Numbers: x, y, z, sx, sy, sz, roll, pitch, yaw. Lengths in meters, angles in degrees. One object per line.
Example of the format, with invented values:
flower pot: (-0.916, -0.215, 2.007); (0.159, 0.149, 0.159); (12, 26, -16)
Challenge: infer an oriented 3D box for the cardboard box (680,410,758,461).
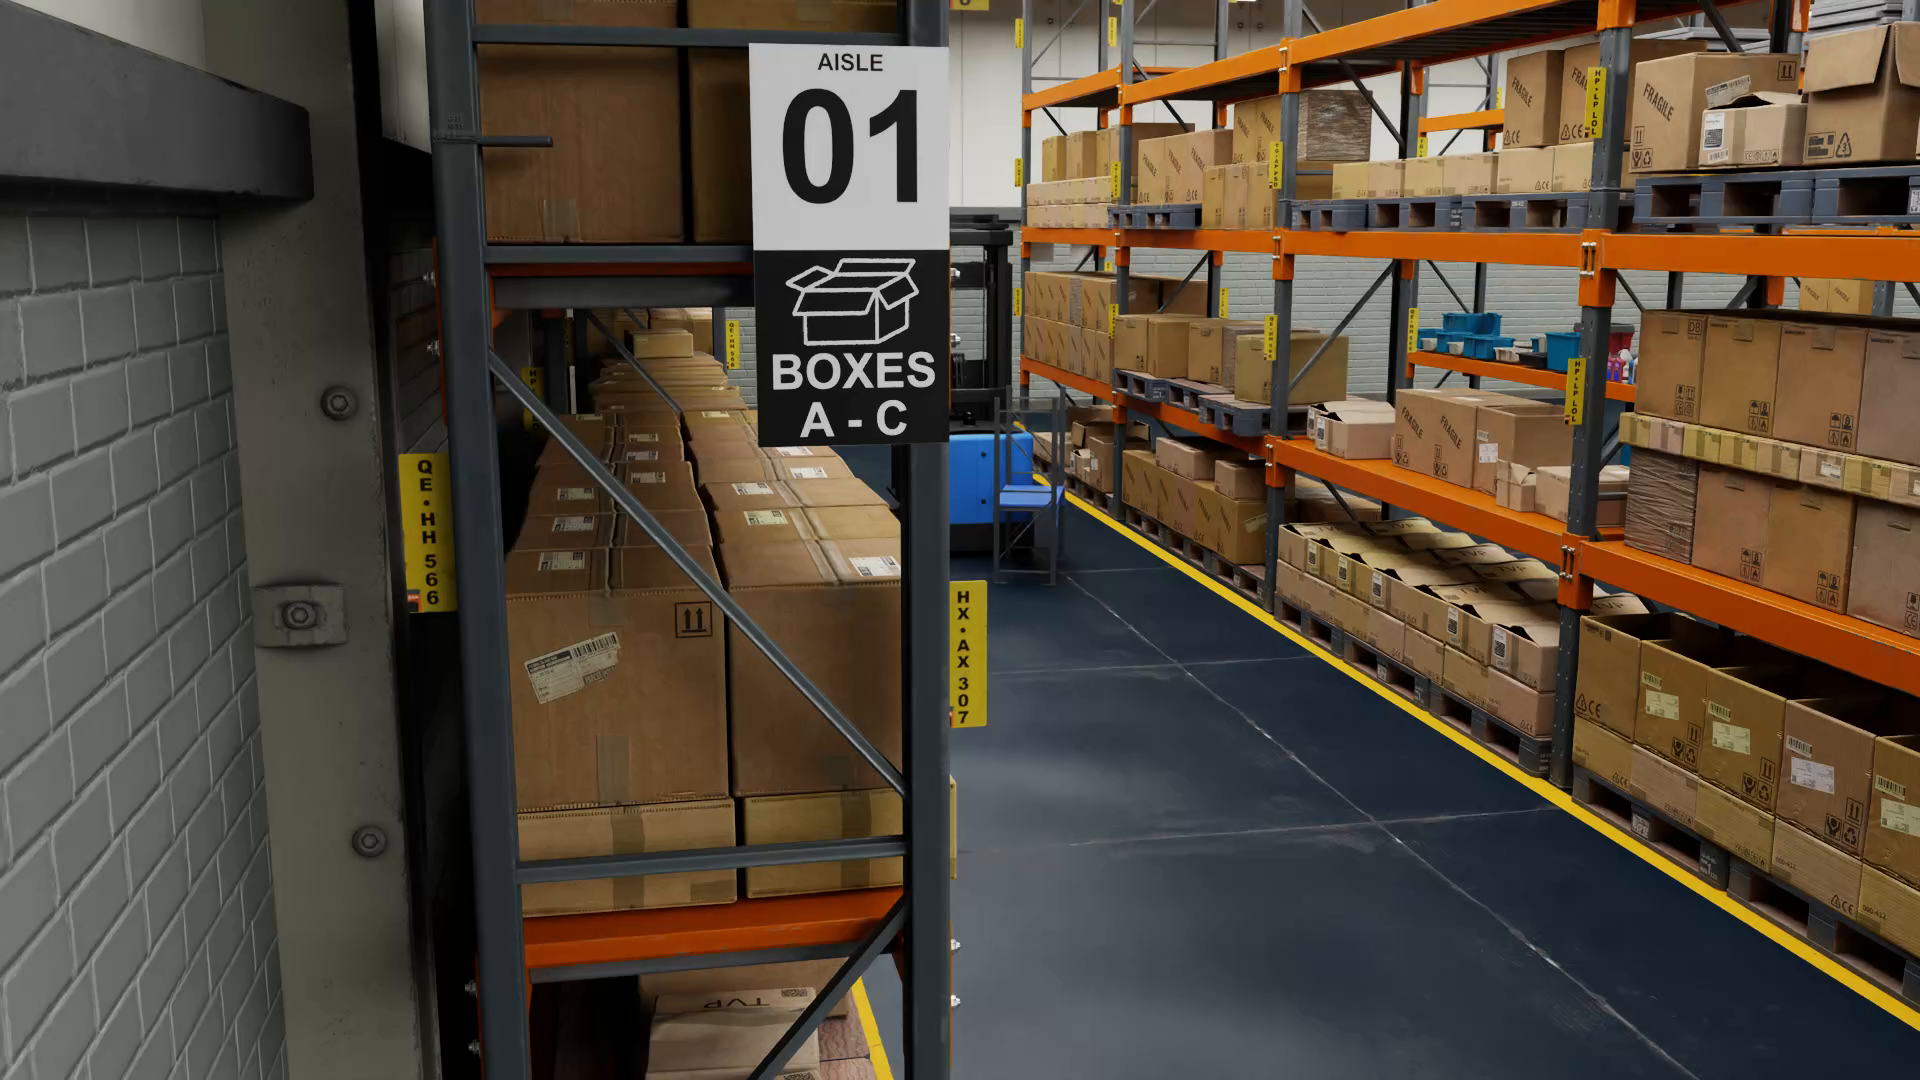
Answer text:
cardboard box: (-0.906, -0.269, 6.982); (0.500, 0.500, 0.500); (-2, 11, -11)

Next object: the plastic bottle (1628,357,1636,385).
plastic bottle: (6.599, -1.659, 16.285); (0.097, 0.271, 0.097); (0, 11, 0)

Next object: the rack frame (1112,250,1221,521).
rack frame: (2.001, -1.688, 16.096); (1.000, 3.000, 0.127); (-2, 11, -11)

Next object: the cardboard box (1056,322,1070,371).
cardboard box: (1.347, -2.101, 18.000); (0.500, 0.500, 0.500); (-2, 11, -10)

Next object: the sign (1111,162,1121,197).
sign: (1.470, -3.394, 15.656); (0.100, 0.325, 0.005); (-2, 11, -11)

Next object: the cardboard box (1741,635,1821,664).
cardboard box: (3.947, 0.725, 7.645); (0.500, 0.500, 0.500); (-2, 11, -11)

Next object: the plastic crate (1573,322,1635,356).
plastic crate: (6.933, -2.101, 17.935); (0.402, 0.464, 0.583); (-2, 11, -11)

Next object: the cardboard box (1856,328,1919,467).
cardboard box: (3.942, -0.550, 6.379); (0.700, 0.500, 0.500); (-2, 11, -11)

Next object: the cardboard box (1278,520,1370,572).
cardboard box: (2.593, 0.021, 11.846); (0.500, 0.311, 0.500); (-2, 11, -9)

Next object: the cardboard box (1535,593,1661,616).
cardboard box: (3.629, 0.472, 9.481); (0.500, 0.311, 0.500); (-2, 11, -12)

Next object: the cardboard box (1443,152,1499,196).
cardboard box: (3.245, -2.180, 9.935); (0.500, 0.250, 0.500); (-3, 11, -16)

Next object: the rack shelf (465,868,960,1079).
rack shelf: (-0.912, 0.680, 5.577); (1.077, 0.370, 4.000); (-2, 11, -11)

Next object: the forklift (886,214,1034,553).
forklift: (-0.105, -1.556, 15.586); (1.130, 2.935, 3.031); (-2, 11, -9)

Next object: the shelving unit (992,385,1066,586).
shelving unit: (0.582, -0.474, 13.732); (0.538, 1.500, 1.048); (1, 11, 7)

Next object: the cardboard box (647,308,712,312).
cardboard box: (-2.121, -1.630, 12.667); (0.500, 0.250, 0.500); (-2, 11, -11)

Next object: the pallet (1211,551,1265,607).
pallet: (2.671, 0.277, 13.228); (1.003, 0.211, 1.213); (-2, 11, -11)

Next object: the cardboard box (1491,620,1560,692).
cardboard box: (3.197, 0.585, 8.888); (0.500, 0.311, 0.500); (-2, 11, -11)

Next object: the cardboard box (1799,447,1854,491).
cardboard box: (3.674, -0.296, 6.780); (0.380, 0.149, 0.250); (-2, 11, -13)

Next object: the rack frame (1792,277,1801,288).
rack frame: (10.941, -2.781, 21.839); (1.000, 3.000, 0.127); (-2, 11, -11)

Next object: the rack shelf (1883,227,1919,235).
rack shelf: (8.028, -1.887, 11.043); (1.077, 0.370, 4.000); (-2, 11, -11)

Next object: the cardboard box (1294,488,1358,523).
cardboard box: (2.864, -0.132, 13.430); (0.500, 0.500, 0.500); (-3, 11, -13)

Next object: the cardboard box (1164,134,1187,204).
cardboard box: (2.179, -3.249, 14.618); (0.600, 0.600, 0.600); (-2, 11, -12)

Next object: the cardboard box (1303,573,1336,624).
cardboard box: (2.691, 0.389, 11.414); (0.500, 0.250, 0.500); (-2, 11, -13)

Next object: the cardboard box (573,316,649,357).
cardboard box: (-2.422, -1.421, 11.569); (0.500, 0.250, 0.500); (-2, 11, -9)

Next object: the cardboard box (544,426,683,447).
cardboard box: (-1.318, -0.156, 6.387); (0.500, 0.500, 0.500); (-2, 11, -11)

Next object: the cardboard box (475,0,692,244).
cardboard box: (-0.853, -0.906, 3.644); (0.500, 0.500, 0.500); (-1, 11, -7)

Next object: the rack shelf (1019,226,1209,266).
rack shelf: (1.612, -3.175, 17.810); (1.077, 0.370, 4.000); (-2, 11, -11)

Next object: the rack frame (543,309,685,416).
rack frame: (-1.301, -0.040, 7.437); (1.000, 3.000, 0.127); (-2, 11, -11)

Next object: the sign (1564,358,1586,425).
sign: (3.027, -0.729, 8.173); (0.100, 0.325, 0.005); (-2, 11, -11)

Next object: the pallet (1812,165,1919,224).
pallet: (3.982, -1.272, 6.124); (1.003, 0.211, 1.213); (-2, 11, -11)

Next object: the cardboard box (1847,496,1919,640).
cardboard box: (3.953, 0.094, 6.466); (0.700, 0.500, 0.500); (-2, 11, -9)

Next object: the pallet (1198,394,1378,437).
pallet: (2.578, -0.982, 12.899); (1.213, 0.211, 1.003); (-2, 11, -11)

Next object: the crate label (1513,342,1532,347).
crate label: (6.539, -2.254, 19.615); (0.396, 0.136, 0.243); (-2, 11, -11)

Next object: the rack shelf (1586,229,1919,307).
rack shelf: (3.946, -0.974, 6.246); (1.077, 0.370, 4.000); (-2, 11, -11)

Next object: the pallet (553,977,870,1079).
pallet: (-0.895, 1.676, 5.879); (1.003, 0.211, 1.213); (-2, 11, -11)

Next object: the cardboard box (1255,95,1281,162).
cardboard box: (2.601, -3.142, 12.771); (0.500, 0.500, 0.500); (-2, 11, -11)

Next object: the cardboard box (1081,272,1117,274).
cardboard box: (1.678, -2.798, 18.984); (0.500, 0.500, 0.500); (-2, 11, -9)

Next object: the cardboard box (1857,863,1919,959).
cardboard box: (3.733, 1.387, 6.171); (0.500, 0.250, 0.500); (-2, 11, -11)

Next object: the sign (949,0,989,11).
sign: (0.009, -1.229, 3.324); (0.100, 0.325, 0.005); (-2, 11, -11)

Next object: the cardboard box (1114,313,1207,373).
cardboard box: (1.874, -1.848, 15.548); (0.700, 0.500, 0.500); (-6, 12, -30)

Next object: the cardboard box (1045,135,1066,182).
cardboard box: (1.353, -4.247, 18.577); (0.700, 0.500, 0.500); (-2, 11, -11)

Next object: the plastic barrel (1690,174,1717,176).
plastic barrel: (7.237, -3.480, 15.860); (0.600, 0.588, 0.600); (0, 11, 0)

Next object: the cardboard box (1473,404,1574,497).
cardboard box: (3.321, -0.508, 9.628); (0.500, 0.500, 0.500); (-1, 11, -7)

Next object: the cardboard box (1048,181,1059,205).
cardboard box: (1.262, -3.780, 18.128); (0.500, 0.250, 0.500); (-2, 11, -11)

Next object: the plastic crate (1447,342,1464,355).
plastic crate: (5.921, -2.257, 19.632); (0.250, 0.136, 0.298); (-2, 11, -11)

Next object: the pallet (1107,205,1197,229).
pallet: (2.059, -2.947, 15.191); (1.213, 0.211, 1.003); (-2, 11, -11)

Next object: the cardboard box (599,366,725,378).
cardboard box: (-1.714, -0.725, 9.593); (0.700, 0.500, 0.500); (-2, 11, -11)

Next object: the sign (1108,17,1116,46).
sign: (1.771, -5.922, 19.373); (0.100, 0.325, 0.005); (-2, 11, -11)

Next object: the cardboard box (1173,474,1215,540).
cardboard box: (2.158, -0.296, 14.293); (0.500, 0.500, 0.500); (-3, 11, -13)

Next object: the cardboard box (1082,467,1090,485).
cardboard box: (1.480, -0.664, 17.166); (0.380, 0.149, 0.250); (-2, 11, -11)

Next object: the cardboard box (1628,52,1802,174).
cardboard box: (3.396, -1.916, 7.509); (0.500, 0.500, 0.500); (-1, 11, -6)

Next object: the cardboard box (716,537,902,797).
cardboard box: (-0.321, 0.291, 4.042); (0.500, 0.500, 0.500); (-2, 11, -11)

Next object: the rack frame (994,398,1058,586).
rack frame: (0.520, -0.380, 13.236); (0.500, 1.500, 0.032); (1, 11, 7)

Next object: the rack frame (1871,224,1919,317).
rack frame: (7.639, -1.134, 13.184); (1.000, 3.000, 0.127); (-2, 11, -11)

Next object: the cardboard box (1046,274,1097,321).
cardboard box: (1.252, -2.683, 18.384); (0.500, 0.500, 0.500); (-2, 11, -10)

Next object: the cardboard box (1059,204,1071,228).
cardboard box: (1.361, -3.443, 17.694); (0.500, 0.250, 0.500); (-2, 11, -11)
